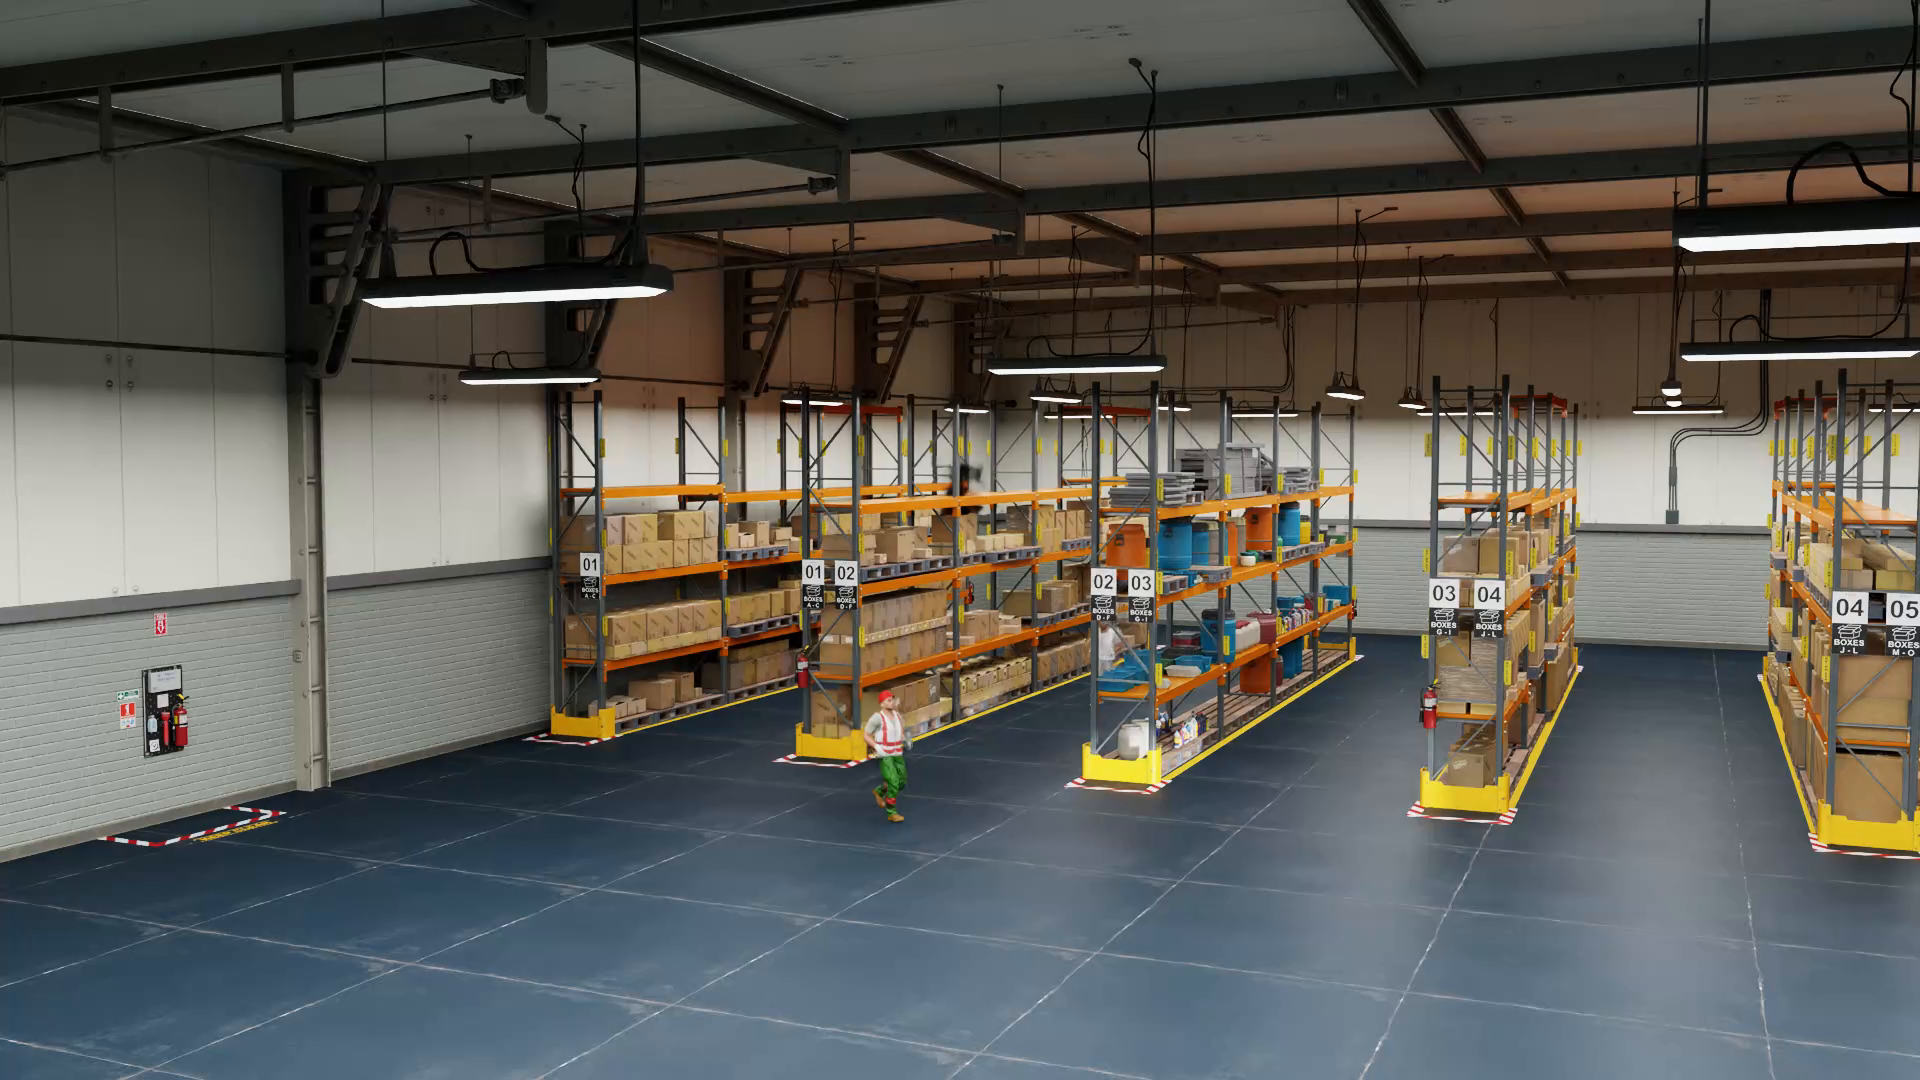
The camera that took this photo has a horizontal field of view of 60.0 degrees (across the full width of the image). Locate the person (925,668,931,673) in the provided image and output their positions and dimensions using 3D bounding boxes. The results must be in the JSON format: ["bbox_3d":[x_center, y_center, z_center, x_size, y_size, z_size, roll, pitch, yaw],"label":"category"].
[{"bbox_3d":[-0.812,2.203,35.510,0.595,1.754,0.702,1,3,16],"label":"person"}]

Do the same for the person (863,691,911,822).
[{"bbox_3d":[-0.992,2.894,22.387,0.659,1.742,0.675,-3,4,-44],"label":"person"}]

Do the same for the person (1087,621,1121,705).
[{"bbox_3d":[2.801,2.338,32.487,0.689,1.740,0.747,1,3,16],"label":"person"}]
